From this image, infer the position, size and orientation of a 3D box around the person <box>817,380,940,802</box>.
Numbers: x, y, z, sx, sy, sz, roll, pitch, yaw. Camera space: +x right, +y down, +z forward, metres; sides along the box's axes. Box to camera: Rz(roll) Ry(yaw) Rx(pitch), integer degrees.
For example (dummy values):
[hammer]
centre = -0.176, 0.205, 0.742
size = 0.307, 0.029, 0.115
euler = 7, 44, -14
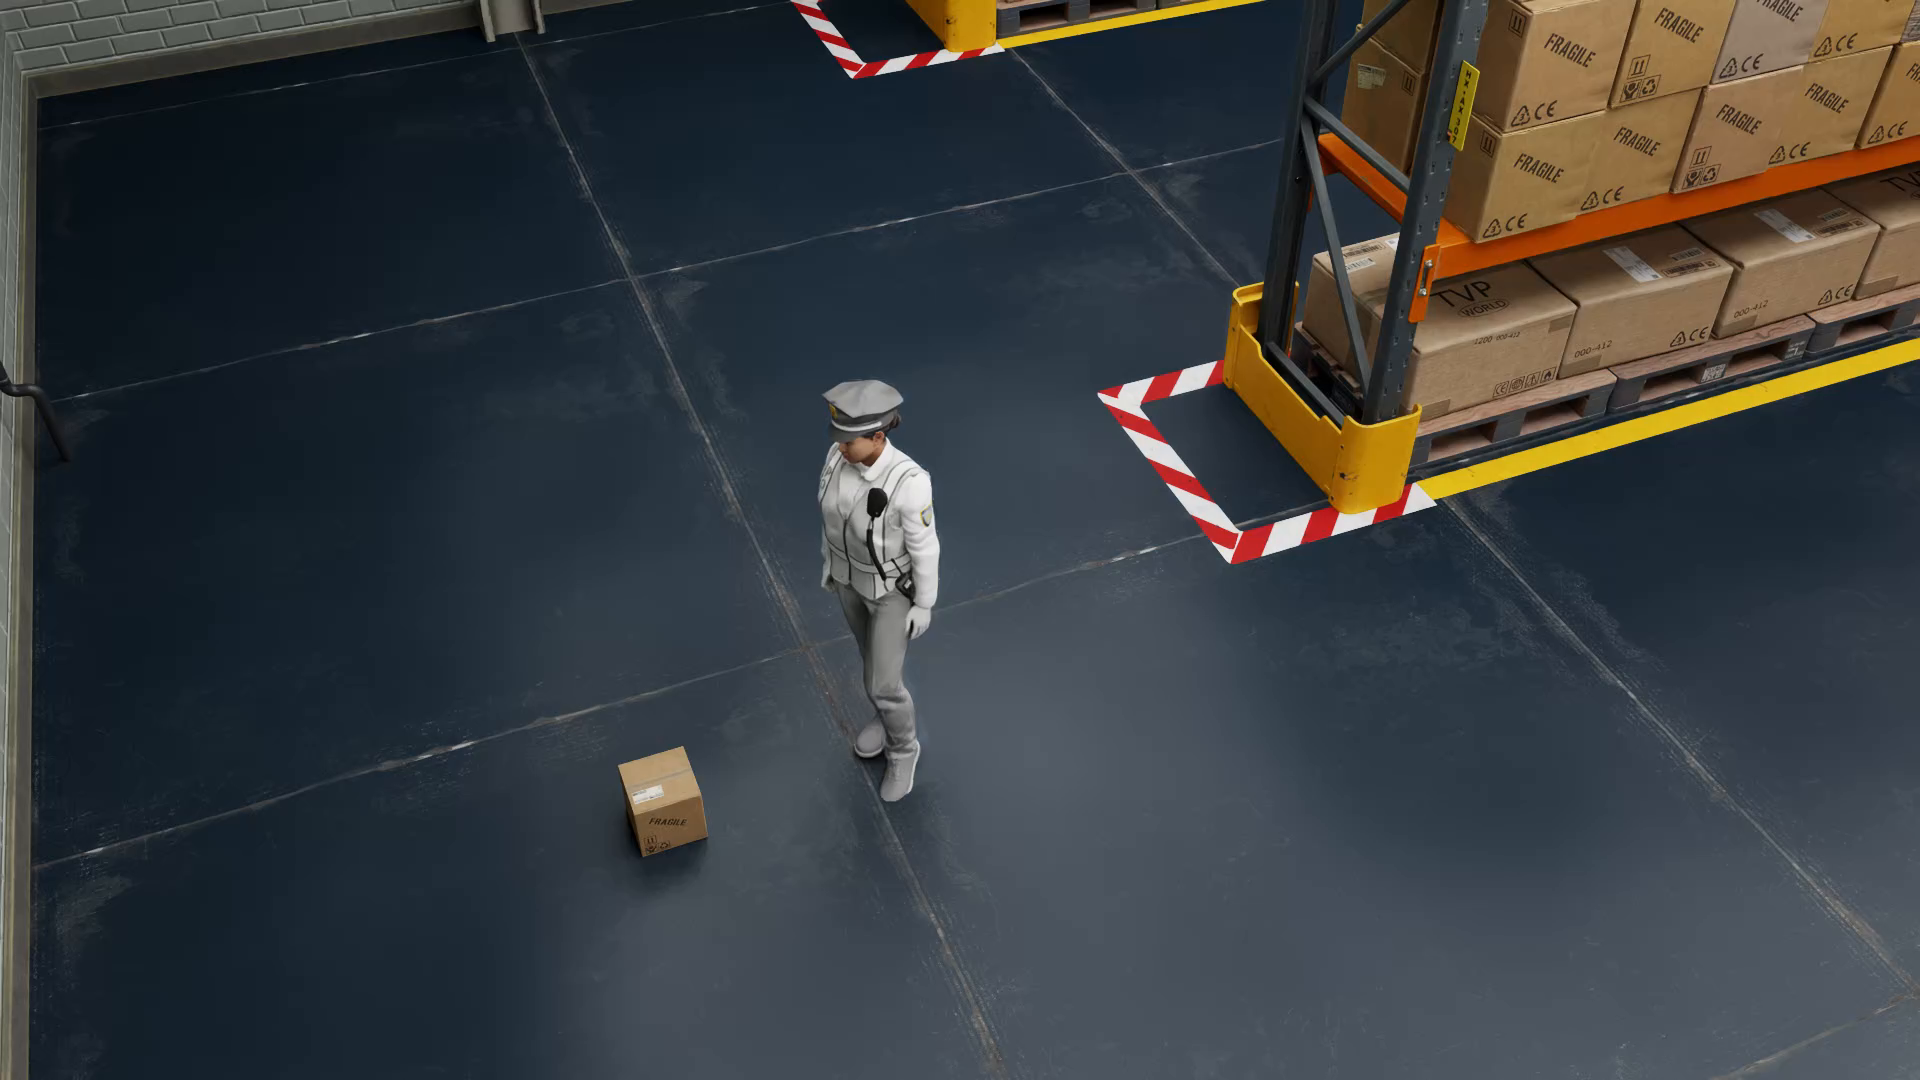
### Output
[person]
centre = -0.324, 0.193, 5.971
size = 0.524, 1.717, 0.397
euler = 30, 50, 29
